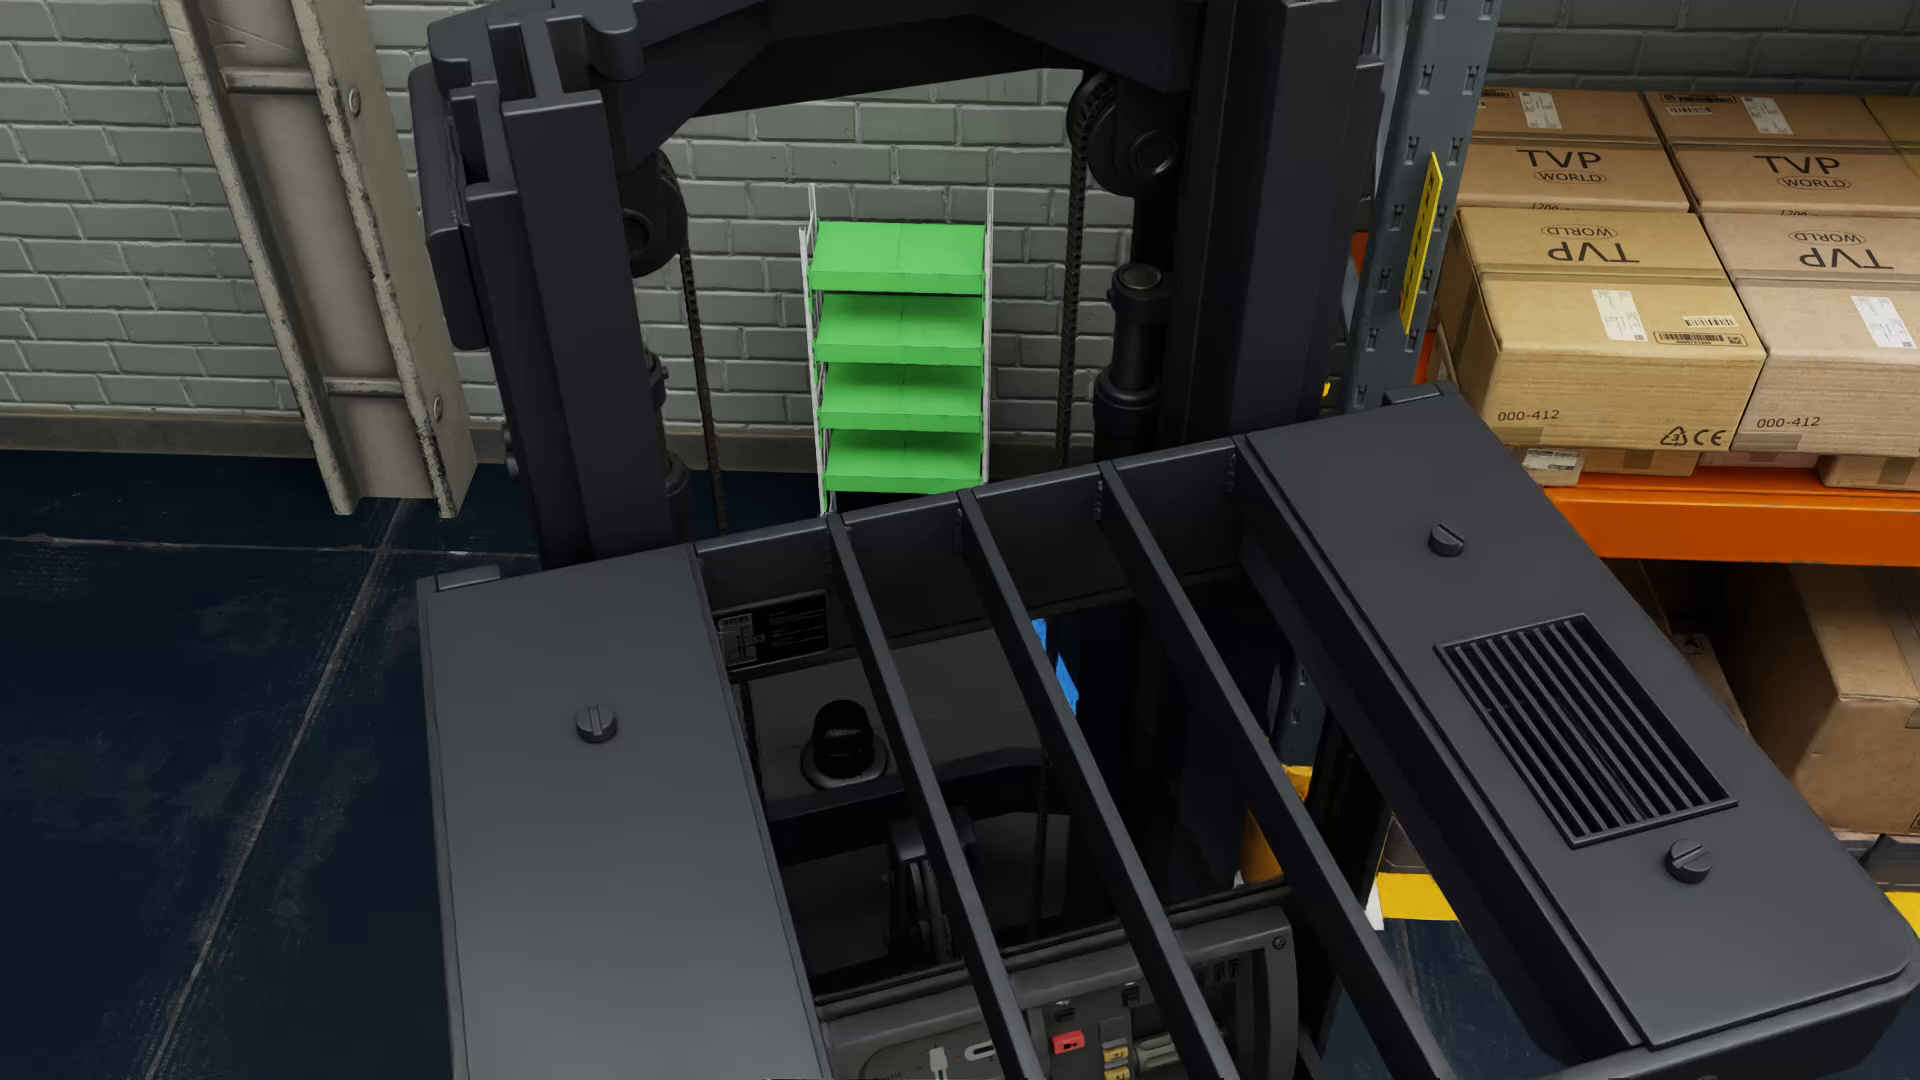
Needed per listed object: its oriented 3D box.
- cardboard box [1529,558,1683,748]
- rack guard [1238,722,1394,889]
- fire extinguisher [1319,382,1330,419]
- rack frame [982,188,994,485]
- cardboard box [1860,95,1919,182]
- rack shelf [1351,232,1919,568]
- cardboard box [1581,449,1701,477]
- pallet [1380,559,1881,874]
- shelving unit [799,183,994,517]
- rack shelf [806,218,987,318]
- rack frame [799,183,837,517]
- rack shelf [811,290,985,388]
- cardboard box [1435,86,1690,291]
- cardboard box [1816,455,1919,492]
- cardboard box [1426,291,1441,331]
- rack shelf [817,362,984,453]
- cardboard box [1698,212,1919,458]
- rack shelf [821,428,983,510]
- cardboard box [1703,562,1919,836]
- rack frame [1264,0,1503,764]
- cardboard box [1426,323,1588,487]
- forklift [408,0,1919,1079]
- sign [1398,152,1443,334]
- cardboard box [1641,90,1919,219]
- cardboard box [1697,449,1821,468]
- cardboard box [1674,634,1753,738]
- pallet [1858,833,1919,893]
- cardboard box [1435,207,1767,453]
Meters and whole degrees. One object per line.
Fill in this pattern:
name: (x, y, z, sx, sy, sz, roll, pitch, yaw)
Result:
cardboard box: (1.454, 0.261, 4.293, 0.637, 0.503, 0.797, 0, 43, 0)
rack guard: (0.924, 0.335, 4.524, 0.348, 0.500, 1.175, 2, 43, 2)
fire extinguisher: (0.680, -0.107, 3.495, 0.183, 0.674, 0.296, 2, 43, 2)
rack frame: (0.078, -0.437, 4.838, 0.015, 1.200, 0.240, 2, 43, 2)
cardboard box: (2.329, -0.768, 3.765, 0.500, 0.250, 0.500, 3, 43, 3)
rack shelf: (2.846, -0.258, 3.854, 4.000, 0.370, 1.077, 2, 43, 2)
cardboard box: (1.420, -0.317, 3.574, 0.250, 0.149, 0.380, 3, 43, 3)
pallet: (1.720, 0.464, 4.597, 1.213, 0.211, 1.003, 2, 43, 2)
shelving unit: (-0.165, -0.444, 4.846, 0.503, 1.200, 0.258, 2, 43, 2)
rack shelf: (-0.166, -0.749, 4.563, 0.480, 0.148, 0.258, 2, 43, 2)
rack frame: (-0.409, -0.452, 4.855, 0.015, 1.200, 0.240, 2, 43, 2)
rack shelf: (-0.166, -0.573, 4.726, 0.480, 0.148, 0.258, 2, 43, 2)
cardboard box: (1.319, -0.803, 3.803, 0.500, 0.250, 0.500, 3, 43, 3)
cardboard box: (1.934, -0.283, 3.538, 0.250, 0.149, 0.380, 3, 43, 3)
cardboard box: (1.191, -0.663, 3.945, 0.250, 0.149, 0.380, 1, 43, 1)
rack shelf: (-0.165, -0.397, 4.890, 0.480, 0.148, 0.258, 2, 43, 2)
cardboard box: (1.792, -0.423, 3.396, 0.500, 0.250, 0.500, 2, 43, 2)
rack shelf: (-0.165, -0.222, 5.054, 0.480, 0.148, 0.258, 2, 43, 2)
cardboard box: (2.307, 0.315, 4.237, 0.500, 0.500, 0.700, 3, 43, 4)
rack frame: (0.848, -0.582, 3.674, 0.127, 3.000, 1.000, 2, 43, 2)
cardboard box: (1.164, -0.293, 3.549, 0.250, 0.149, 0.380, 1, 43, 2)
forklift: (0.095, 0.883, 2.152, 1.130, 2.935, 3.031, -11, 44, -12)
sign: (0.823, -0.529, 2.983, 0.005, 0.325, 0.100, 2, 43, 2)
cardboard box: (1.834, -0.786, 3.785, 0.500, 0.250, 0.500, 2, 43, 2)
cardboard box: (1.684, -0.333, 3.591, 0.250, 0.149, 0.380, 1, 43, 1)
cardboard box: (1.877, 0.430, 4.371, 0.250, 0.149, 0.380, 0, 43, 0)
pallet: (2.936, 0.504, 4.555, 1.213, 0.211, 1.003, 2, 43, 2)
cardboard box: (1.289, -0.439, 3.412, 0.500, 0.250, 0.500, 2, 43, 2)
